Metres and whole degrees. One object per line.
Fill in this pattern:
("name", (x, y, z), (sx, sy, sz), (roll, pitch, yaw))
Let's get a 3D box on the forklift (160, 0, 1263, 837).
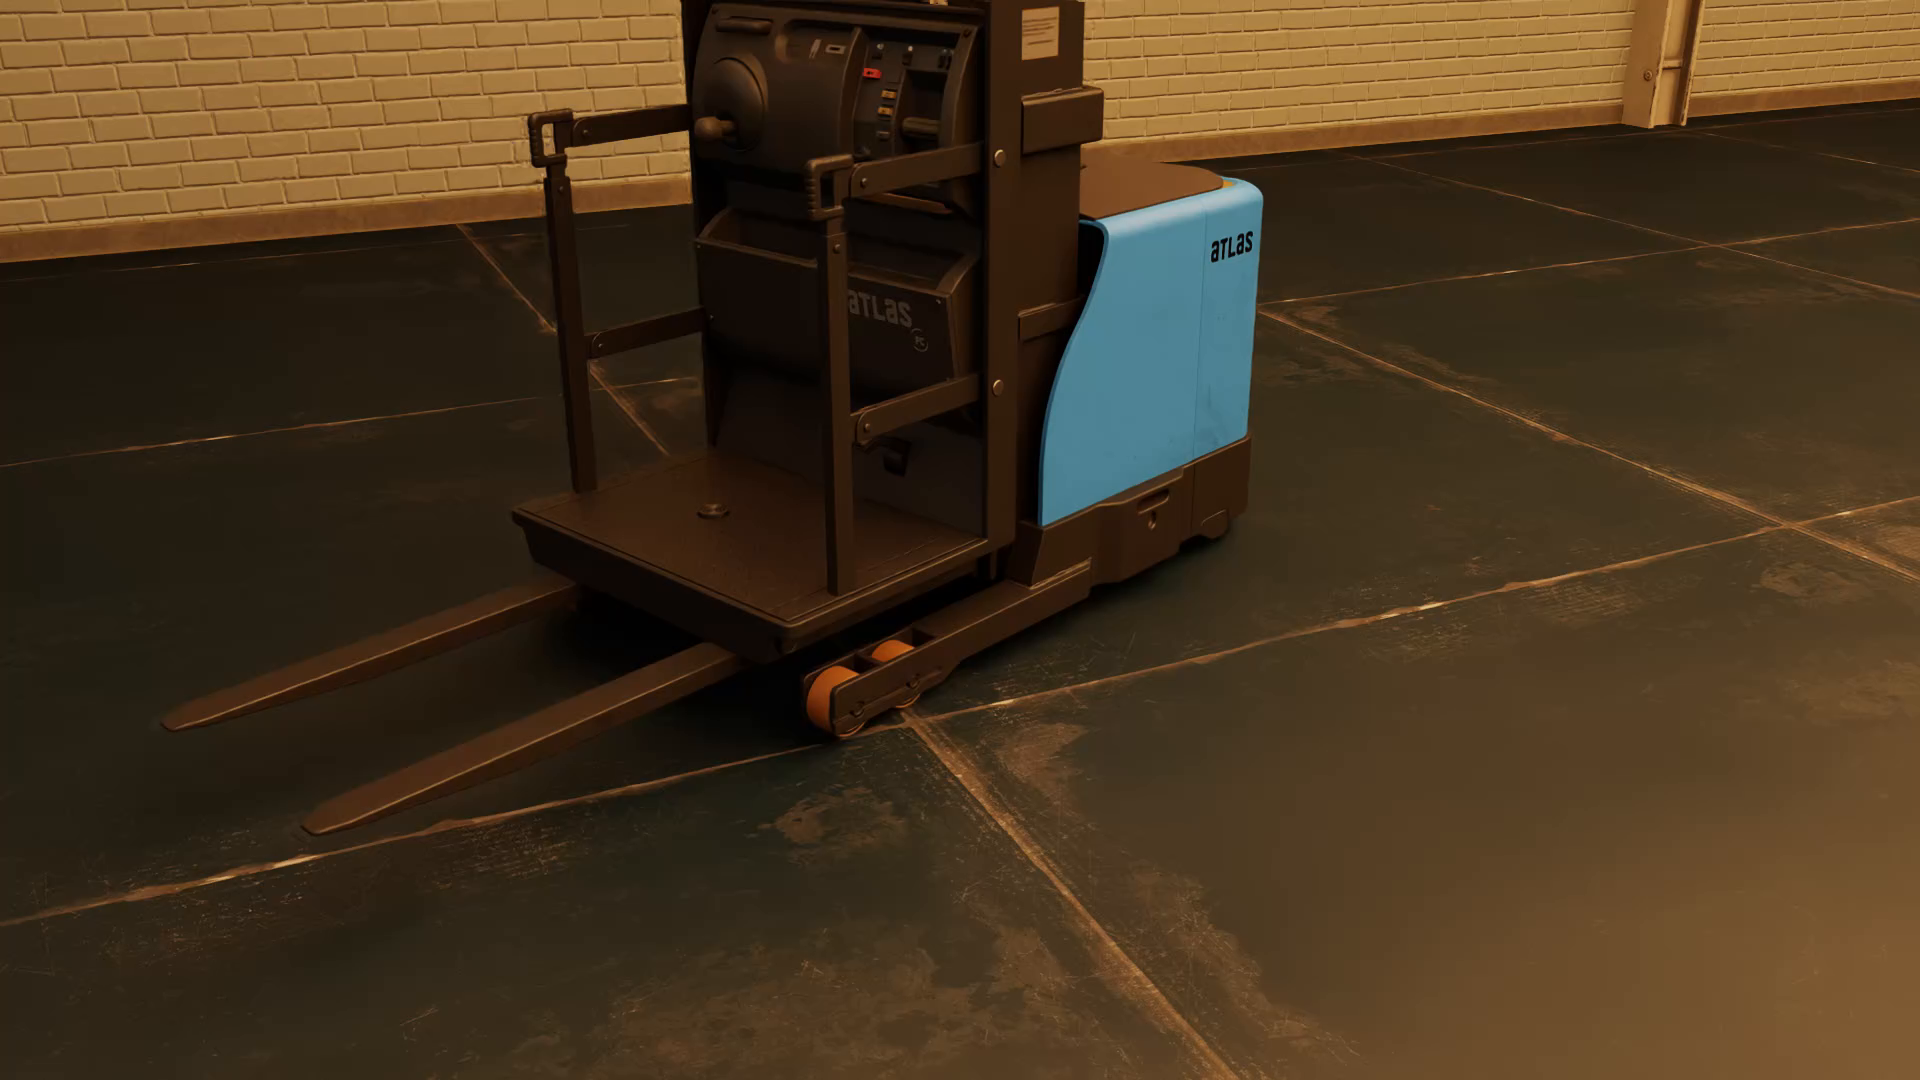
("forklift", (-0.467, -1.102, 3.939), (1.130, 2.935, 3.031), (19, 29, 38))
